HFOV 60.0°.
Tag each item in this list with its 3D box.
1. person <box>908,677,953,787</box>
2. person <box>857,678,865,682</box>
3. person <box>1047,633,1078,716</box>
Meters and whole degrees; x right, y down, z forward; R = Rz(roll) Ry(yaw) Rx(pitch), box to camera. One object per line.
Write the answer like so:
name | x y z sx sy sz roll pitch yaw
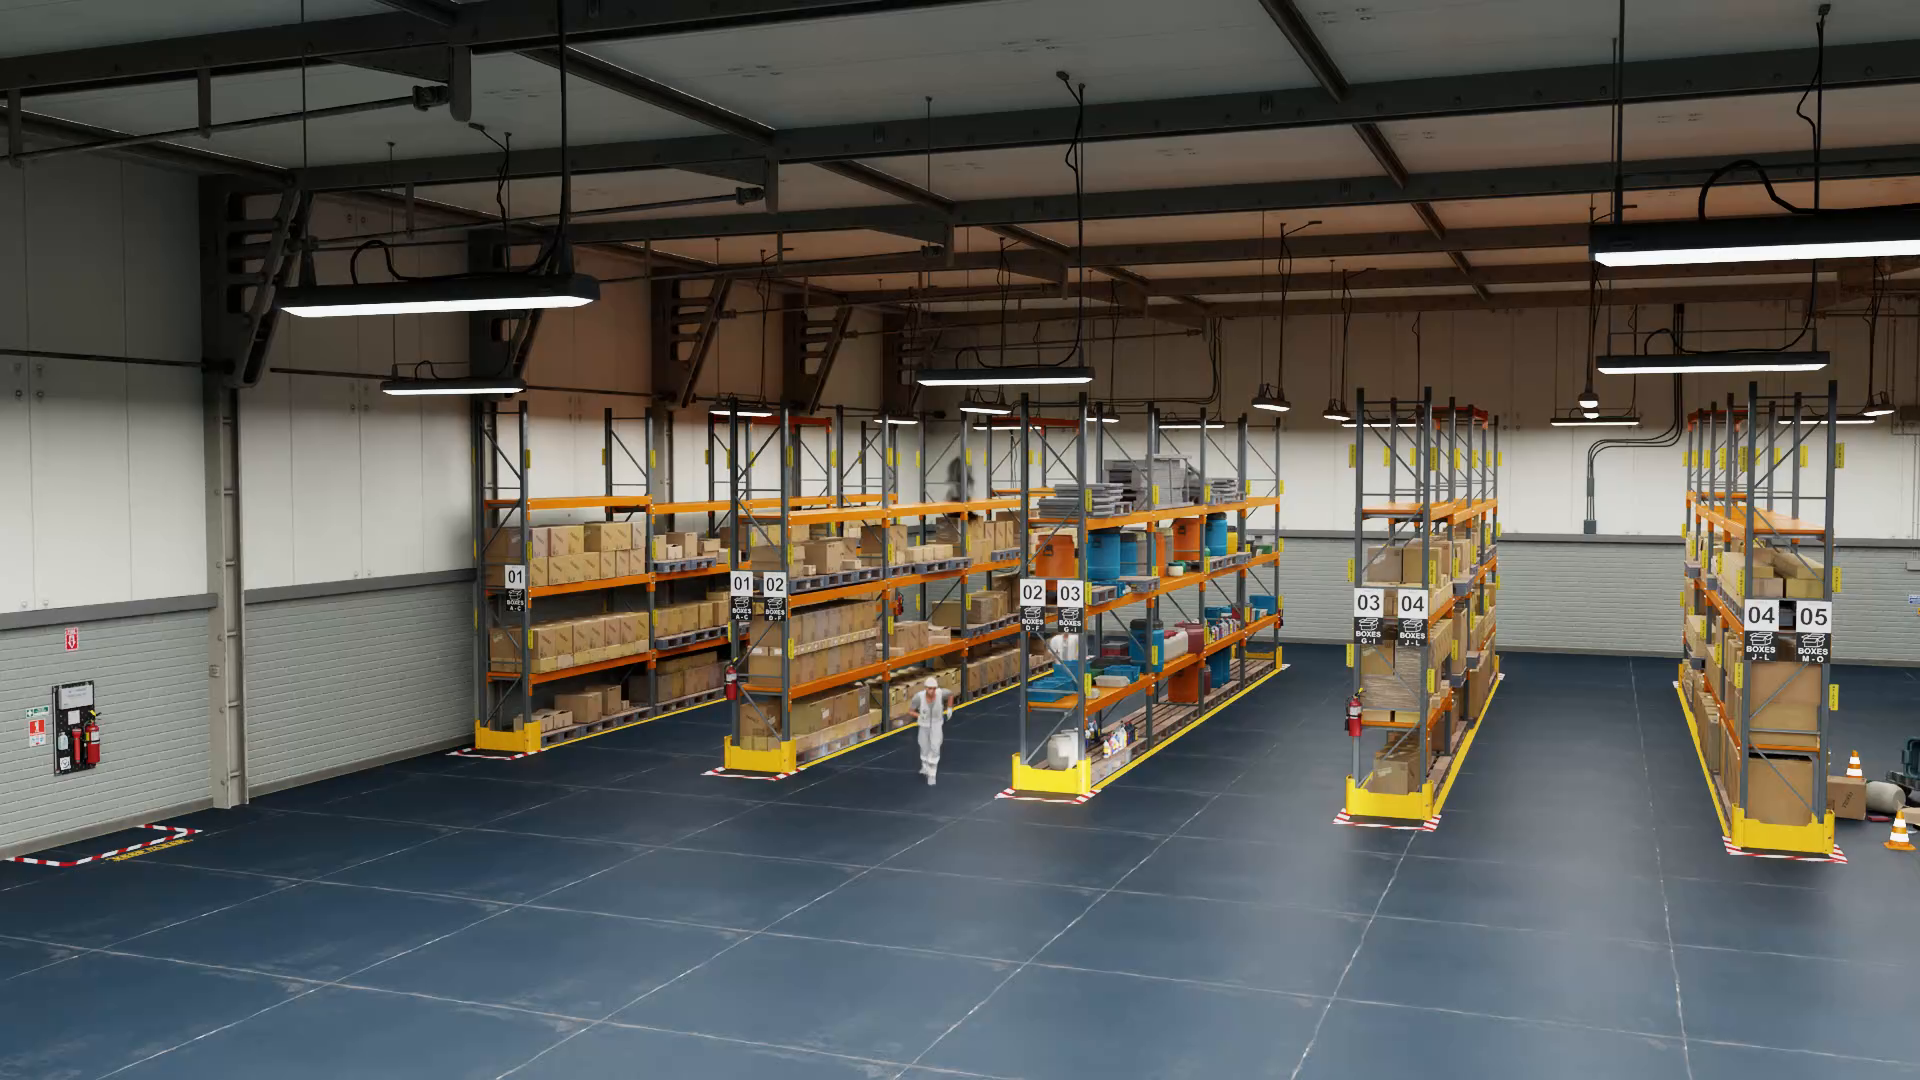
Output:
person | -0.457 2.937 25.734 0.707 1.721 1.011 0 3 -6
person | -2.087 2.483 34.777 0.524 1.741 0.767 1 3 27
person | 2.056 2.541 32.538 0.711 1.685 1.034 1 3 11
